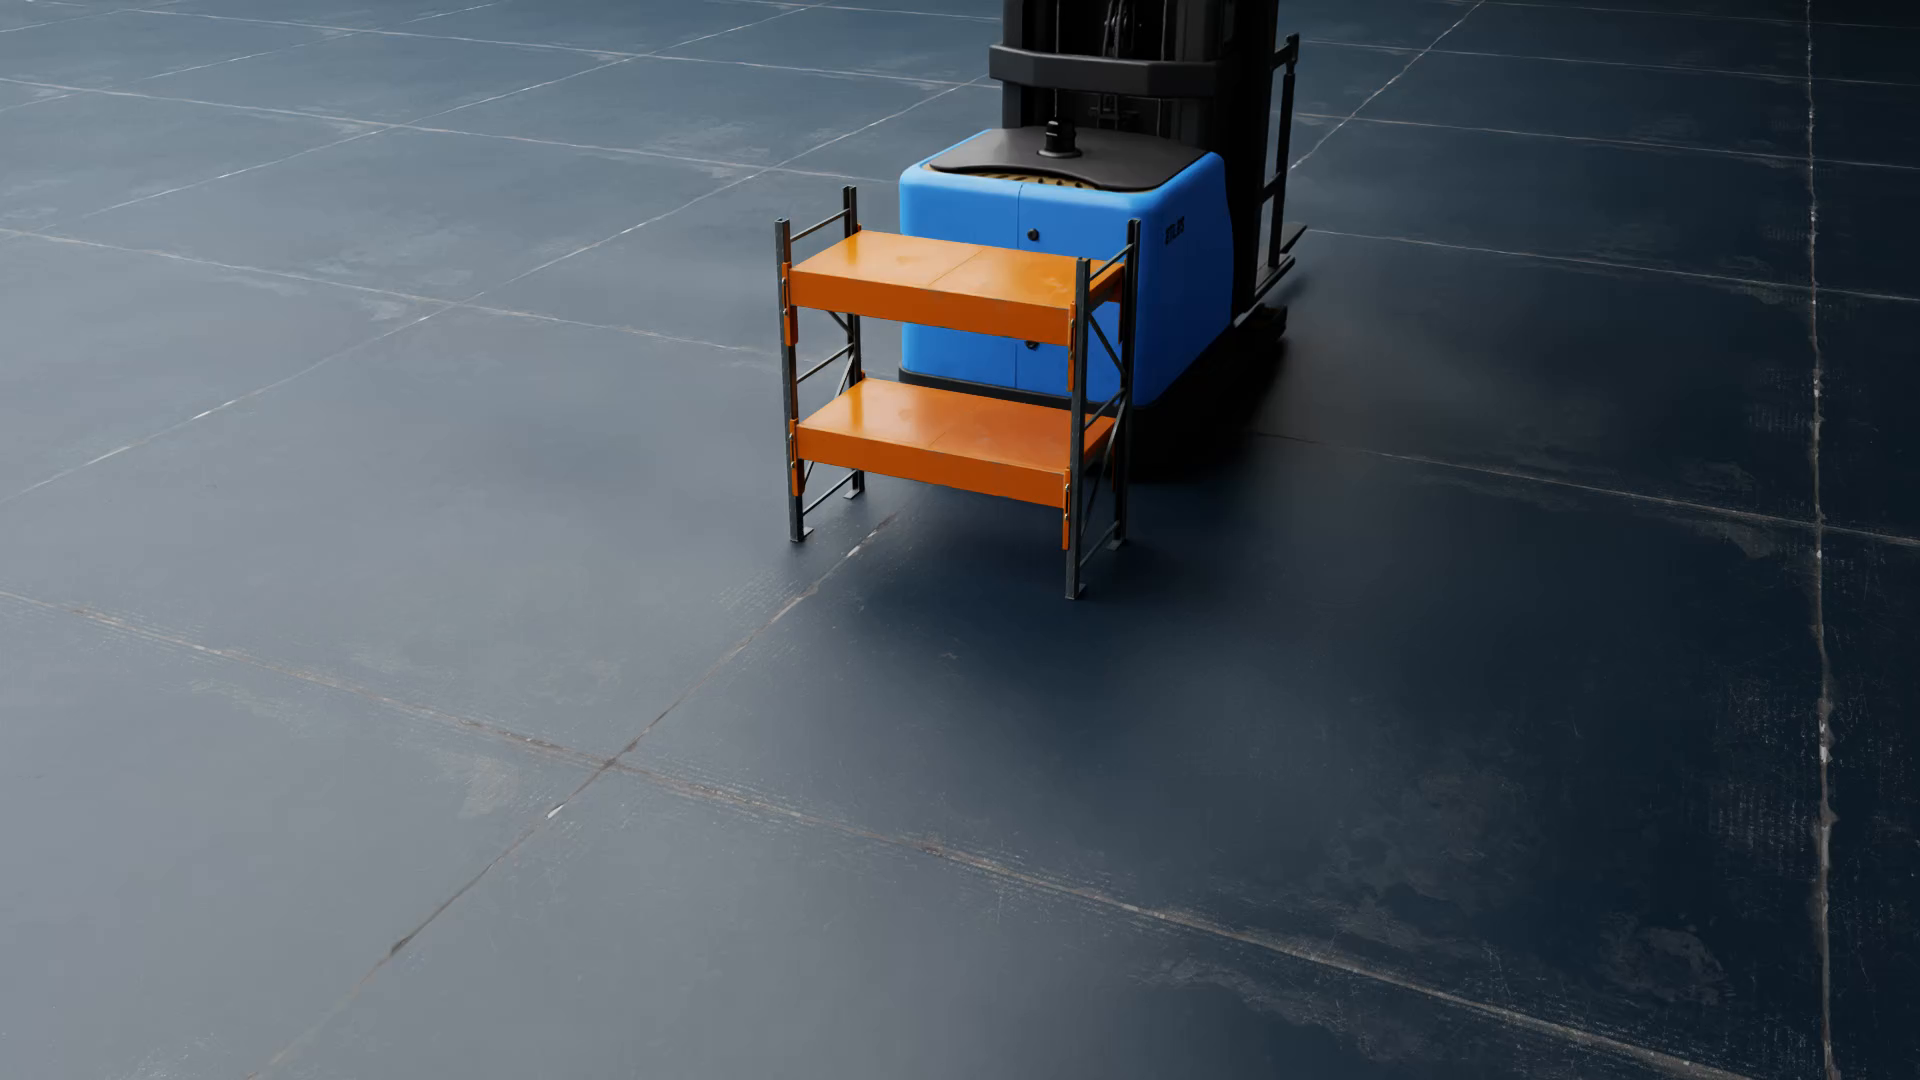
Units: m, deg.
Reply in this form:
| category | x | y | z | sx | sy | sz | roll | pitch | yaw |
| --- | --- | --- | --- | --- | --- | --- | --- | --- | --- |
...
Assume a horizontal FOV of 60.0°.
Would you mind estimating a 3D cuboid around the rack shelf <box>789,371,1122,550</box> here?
| category | x | y | z | sx | sy | sz | roll | pitch | yaw |
| --- | --- | --- | --- | --- | --- | --- | --- | --- | --- |
| rack shelf | -0.006 | -0.287 | 5.612 | 1.000 | 0.278 | 0.538 | 11 | 28 | 22 |

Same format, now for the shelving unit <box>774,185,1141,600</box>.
| category | x | y | z | sx | sy | sz | roll | pitch | yaw |
| --- | --- | --- | --- | --- | --- | --- | --- | --- | --- |
| shelving unit | -0.006 | -0.506 | 5.504 | 1.048 | 1.125 | 0.538 | 11 | 28 | 22 |

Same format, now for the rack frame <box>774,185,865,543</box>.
| category | x | y | z | sx | sy | sz | roll | pitch | yaw |
| --- | --- | --- | --- | --- | --- | --- | --- | --- | --- |
| rack frame | -0.469 | -0.599 | 5.693 | 0.032 | 1.125 | 0.500 | 11 | 28 | 22 |

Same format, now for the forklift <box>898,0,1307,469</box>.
| category | x | y | z | sx | sy | sz | roll | pitch | yaw |
| --- | --- | --- | --- | --- | --- | --- | --- | --- | --- |
| forklift | 0.839 | -2.200 | 6.901 | 1.130 | 2.935 | 3.031 | 12 | 28 | 22 |

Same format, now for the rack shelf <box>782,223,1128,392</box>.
| category | x | y | z | sx | sy | sz | roll | pitch | yaw |
| --- | --- | --- | --- | --- | --- | --- | --- | --- | --- |
| rack shelf | -0.006 | -0.768 | 5.375 | 1.000 | 0.278 | 0.538 | 11 | 28 | 22 |

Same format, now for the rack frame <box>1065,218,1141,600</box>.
| category | x | y | z | sx | sy | sz | roll | pitch | yaw |
| --- | --- | --- | --- | --- | --- | --- | --- | --- | --- |
| rack frame | 0.457 | -0.413 | 5.315 | 0.032 | 1.125 | 0.500 | 11 | 28 | 22 |
